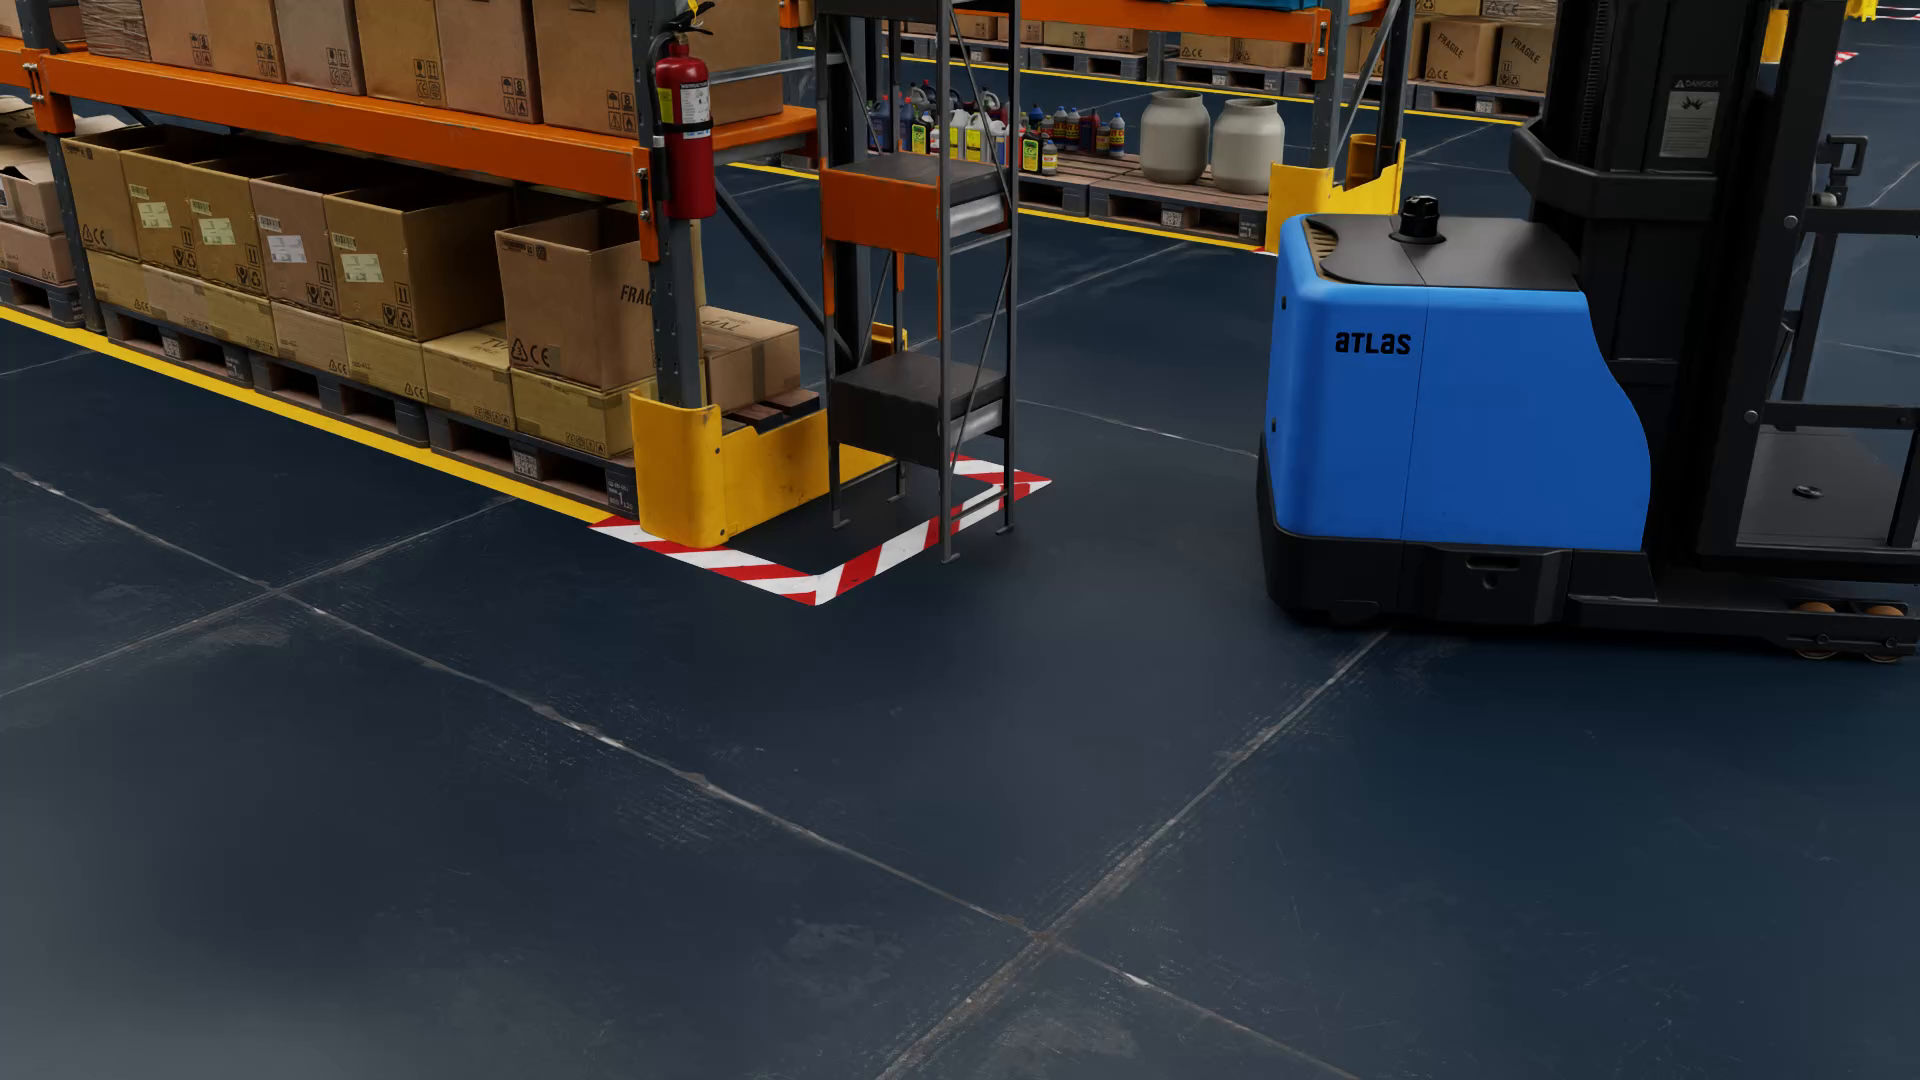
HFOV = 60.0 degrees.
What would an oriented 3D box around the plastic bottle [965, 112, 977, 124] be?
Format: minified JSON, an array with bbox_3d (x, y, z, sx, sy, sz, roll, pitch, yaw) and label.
[{"bbox_3d":[0.048,-2.663,10.906,0.135,0.276,0.152,17,29,33],"label":"plastic bottle"}]

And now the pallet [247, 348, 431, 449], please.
[{"bbox_3d":[-2.291,-0.758,7.208,1.213,0.211,1.003,17,29,33],"label":"pallet"}]

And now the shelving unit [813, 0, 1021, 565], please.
[{"bbox_3d":[-0.132,-1.001,5.417,0.503,2.100,0.431,17,29,33],"label":"shelving unit"}]

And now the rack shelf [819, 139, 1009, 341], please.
[{"bbox_3d":[-0.132,-0.988,5.423,0.480,0.518,0.431,17,29,33],"label":"rack shelf"}]

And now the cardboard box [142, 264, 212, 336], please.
[{"bbox_3d":[-3.296,-1.136,7.497,0.500,0.250,0.500,17,29,33],"label":"cardboard box"}]

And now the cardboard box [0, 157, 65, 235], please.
[{"bbox_3d":[-4.378,-1.730,8.151,0.500,0.311,0.500,17,29,33],"label":"cardboard box"}]

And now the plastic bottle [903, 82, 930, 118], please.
[{"bbox_3d":[-0.307,-3.011,11.604,0.185,0.351,0.144,17,29,33],"label":"plastic bottle"}]

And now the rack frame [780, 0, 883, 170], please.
[{"bbox_3d":[-0.909,-4.132,11.407,0.127,3.000,1.000,17,29,33],"label":"rack frame"}]

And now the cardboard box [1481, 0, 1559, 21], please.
[{"bbox_3d":[6.302,-6.134,18.066,0.875,0.875,0.875,17,29,34],"label":"cardboard box"}]

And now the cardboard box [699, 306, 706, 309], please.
[{"bbox_3d":[-1.380,-0.822,6.785,0.500,0.250,0.500,17,29,33],"label":"cardboard box"}]

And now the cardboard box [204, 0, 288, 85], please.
[{"bbox_3d":[-2.699,-2.227,6.960,0.500,0.500,0.700,17,29,34],"label":"cardboard box"}]

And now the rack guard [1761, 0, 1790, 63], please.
[{"bbox_3d":[8.337,-5.188,16.906,0.348,0.500,1.175,17,29,33],"label":"rack guard"}]

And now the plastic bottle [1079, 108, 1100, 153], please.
[{"bbox_3d":[0.858,-2.722,11.031,0.133,0.283,0.061,17,29,34],"label":"plastic bottle"}]

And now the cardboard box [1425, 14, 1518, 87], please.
[{"bbox_3d":[4.274,-4.100,13.916,0.500,0.500,0.500,-17,29,-34],"label":"cardboard box"}]

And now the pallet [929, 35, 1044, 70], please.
[{"bbox_3d":[0.458,-4.936,16.691,1.213,0.211,1.003,17,29,33],"label":"pallet"}]

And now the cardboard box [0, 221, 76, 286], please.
[{"bbox_3d":[-4.388,-1.475,8.267,0.500,0.250,0.500,16,29,33],"label":"cardboard box"}]

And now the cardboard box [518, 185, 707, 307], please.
[{"bbox_3d":[-1.379,-1.166,6.635,0.500,0.500,0.500,17,29,33],"label":"cardboard box"}]

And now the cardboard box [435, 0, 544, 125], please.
[{"bbox_3d":[-1.471,-1.855,6.117,0.500,0.500,0.700,18,29,35],"label":"cardboard box"}]

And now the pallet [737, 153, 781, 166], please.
[{"bbox_3d":[-1.560,-3.033,12.372,1.213,0.211,1.003,17,29,33],"label":"pallet"}]

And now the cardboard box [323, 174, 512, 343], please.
[{"bbox_3d":[-2.098,-1.115,6.519,0.500,0.500,0.500,17,29,33],"label":"cardboard box"}]

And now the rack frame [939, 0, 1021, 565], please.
[{"bbox_3d":[0.063,-0.942,5.284,0.015,2.100,0.400,17,29,33],"label":"rack frame"}]

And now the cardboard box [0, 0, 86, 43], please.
[{"bbox_3d":[-4.303,-2.571,8.050,0.500,0.250,0.500,19,30,36],"label":"cardboard box"}]

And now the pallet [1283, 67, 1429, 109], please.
[{"bbox_3d":[3.601,-4.008,14.584,1.213,0.211,1.003,17,29,33],"label":"pallet"}]

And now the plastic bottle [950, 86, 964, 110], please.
[{"bbox_3d":[-0.067,-3.012,11.605,0.185,0.351,0.144,15,28,31],"label":"plastic bottle"}]

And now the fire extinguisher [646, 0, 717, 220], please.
[{"bbox_3d":[-0.866,-1.353,5.197,0.183,0.674,0.296,17,29,33],"label":"fire extinguisher"}]

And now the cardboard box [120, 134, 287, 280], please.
[{"bbox_3d":[-3.294,-1.480,7.348,0.500,0.500,0.500,17,29,33],"label":"cardboard box"}]

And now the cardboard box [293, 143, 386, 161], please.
[{"bbox_3d":[-2.585,-1.525,7.451,0.500,0.500,0.500,17,29,33],"label":"cardboard box"}]

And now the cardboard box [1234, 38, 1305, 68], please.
[{"bbox_3d":[2.821,-4.532,14.895,0.500,0.500,0.500,-16,28,-31],"label":"cardboard box"}]

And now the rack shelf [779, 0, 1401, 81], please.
[{"bbox_3d":[0.692,-3.319,10.454,4.000,0.370,1.077,17,29,33],"label":"rack shelf"}]

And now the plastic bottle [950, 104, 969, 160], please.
[{"bbox_3d":[-0.020,-2.643,10.768,0.185,0.351,0.144,17,29,33],"label":"plastic bottle"}]

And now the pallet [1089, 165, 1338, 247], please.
[{"bbox_3d":[1.556,-2.090,10.231,1.213,0.211,1.003,17,29,33],"label":"pallet"}]

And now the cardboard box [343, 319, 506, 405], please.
[{"bbox_3d":[-2.096,-0.773,6.673,0.500,0.250,0.500,17,29,33],"label":"cardboard box"}]

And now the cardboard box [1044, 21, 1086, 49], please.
[{"bbox_3d":[1.213,-5.064,16.077,0.500,0.500,0.700,17,29,33],"label":"cardboard box"}]

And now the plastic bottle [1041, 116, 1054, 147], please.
[{"bbox_3d":[0.595,-2.755,11.208,0.097,0.201,0.097,0,24,0],"label":"plastic bottle"}]

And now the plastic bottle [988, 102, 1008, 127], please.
[{"bbox_3d":[0.256,-2.828,11.270,0.133,0.283,0.061,17,29,33],"label":"plastic bottle"}]

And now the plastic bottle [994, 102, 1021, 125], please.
[{"bbox_3d":[0.319,-2.859,11.350,0.135,0.276,0.152,17,29,34],"label":"plastic bottle"}]

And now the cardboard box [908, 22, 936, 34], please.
[{"bbox_3d":[-0.139,-5.469,16.996,0.500,0.500,0.700,14,27,29],"label":"cardboard box"}]

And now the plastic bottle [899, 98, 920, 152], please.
[{"bbox_3d":[-0.361,-2.746,11.002,0.185,0.351,0.144,15,28,31],"label":"plastic bottle"}]

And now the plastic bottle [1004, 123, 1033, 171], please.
[{"bbox_3d":[0.374,-2.492,10.517,0.135,0.276,0.152,17,29,34],"label":"plastic bottle"}]

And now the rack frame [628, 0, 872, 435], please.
[{"bbox_3d":[-0.682,-1.567,5.586,0.127,3.000,1.000,17,29,33],"label":"rack frame"}]

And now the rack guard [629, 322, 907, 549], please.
[{"bbox_3d":[-0.662,-0.417,6.077,0.348,0.500,1.175,17,29,33],"label":"rack guard"}]

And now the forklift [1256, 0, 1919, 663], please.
[{"bbox_3d":[2.515,-1.205,4.849,3.031,2.935,1.130,3,24,6],"label":"forklift"}]

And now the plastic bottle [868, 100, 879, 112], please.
[{"bbox_3d":[-0.578,-2.837,11.291,0.133,0.283,0.061,17,29,33],"label":"plastic bottle"}]

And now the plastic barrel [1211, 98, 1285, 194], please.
[{"bbox_3d":[1.720,-2.352,9.934,0.421,0.512,0.421,0,24,0],"label":"plastic barrel"}]

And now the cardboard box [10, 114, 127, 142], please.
[{"bbox_3d":[-4.876,-2.153,9.109,0.500,0.311,0.500,16,28,32],"label":"cardboard box"}]
